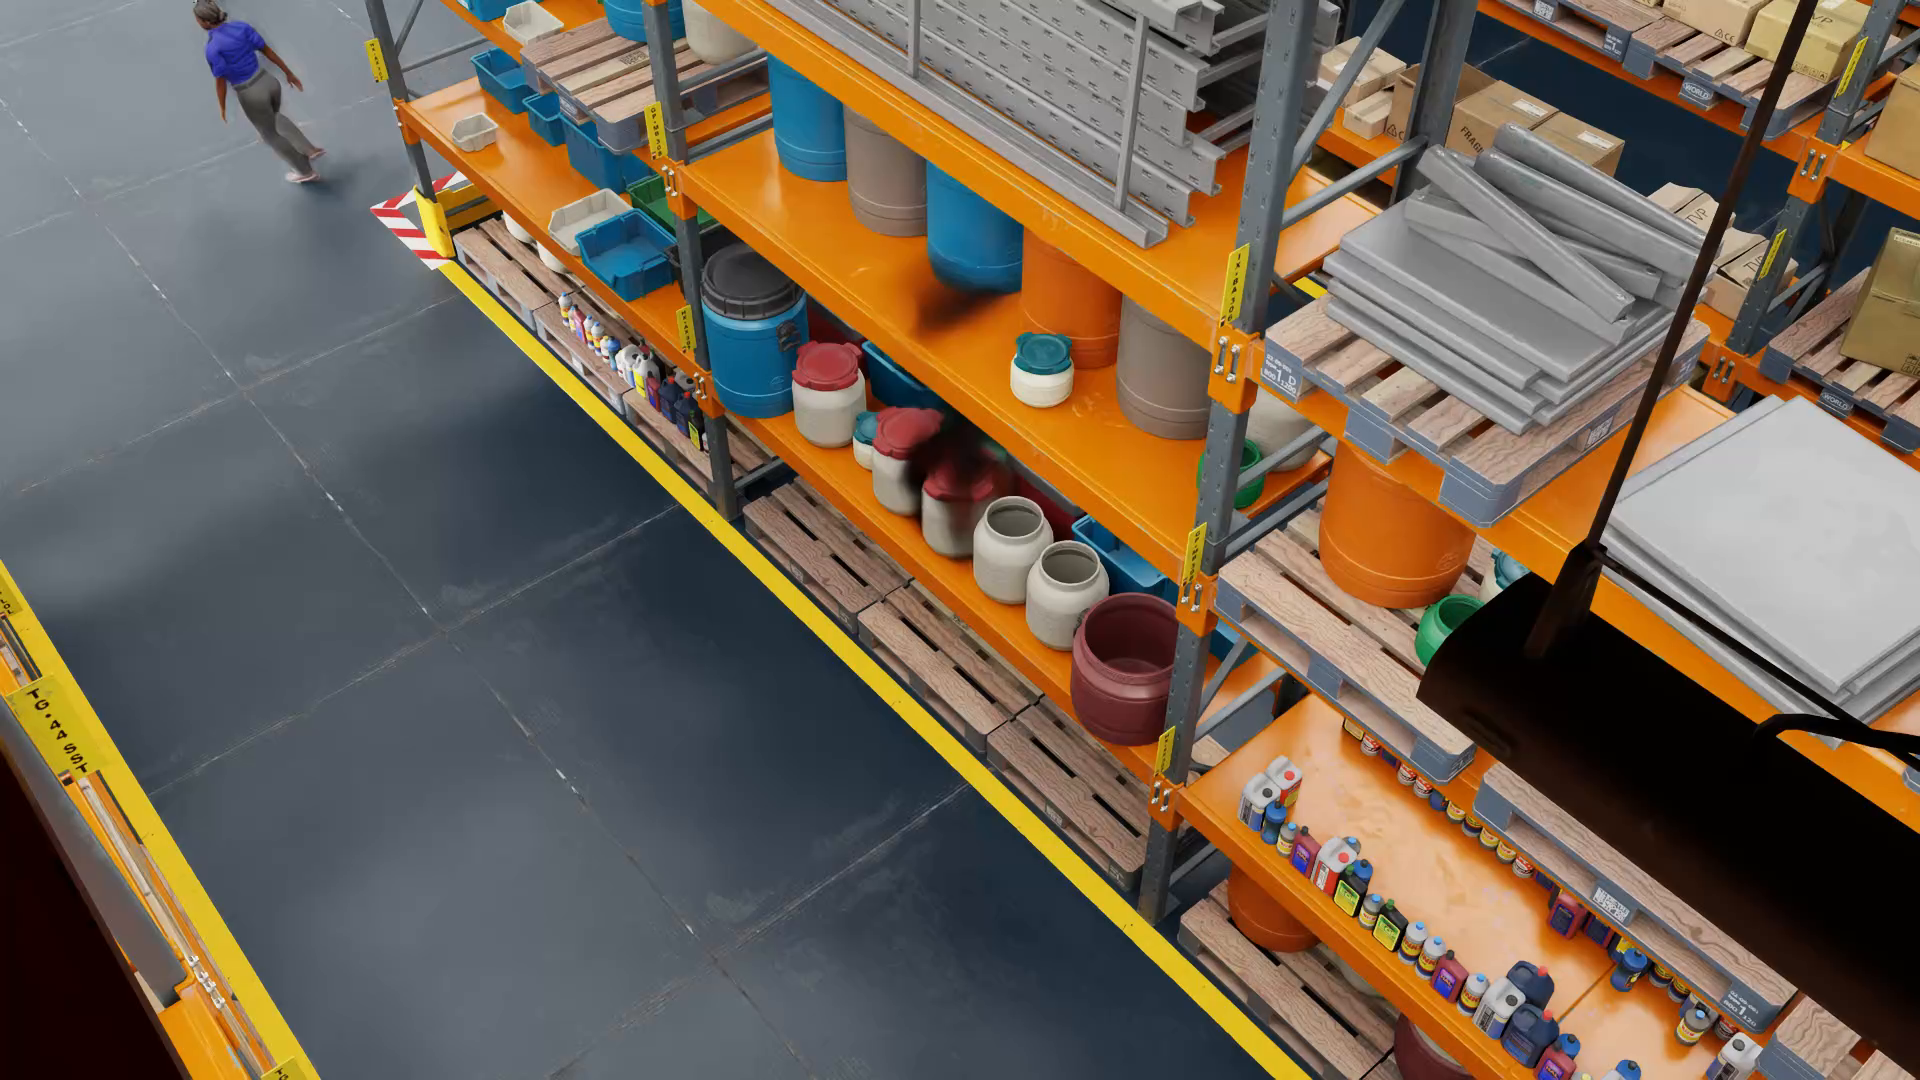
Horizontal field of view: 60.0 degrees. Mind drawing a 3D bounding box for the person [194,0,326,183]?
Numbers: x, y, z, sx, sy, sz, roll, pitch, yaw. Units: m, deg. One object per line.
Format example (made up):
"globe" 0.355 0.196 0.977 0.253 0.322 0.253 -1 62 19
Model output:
"person" -5.584 -3.559 13.281 0.545 1.621 0.609 14 48 13
